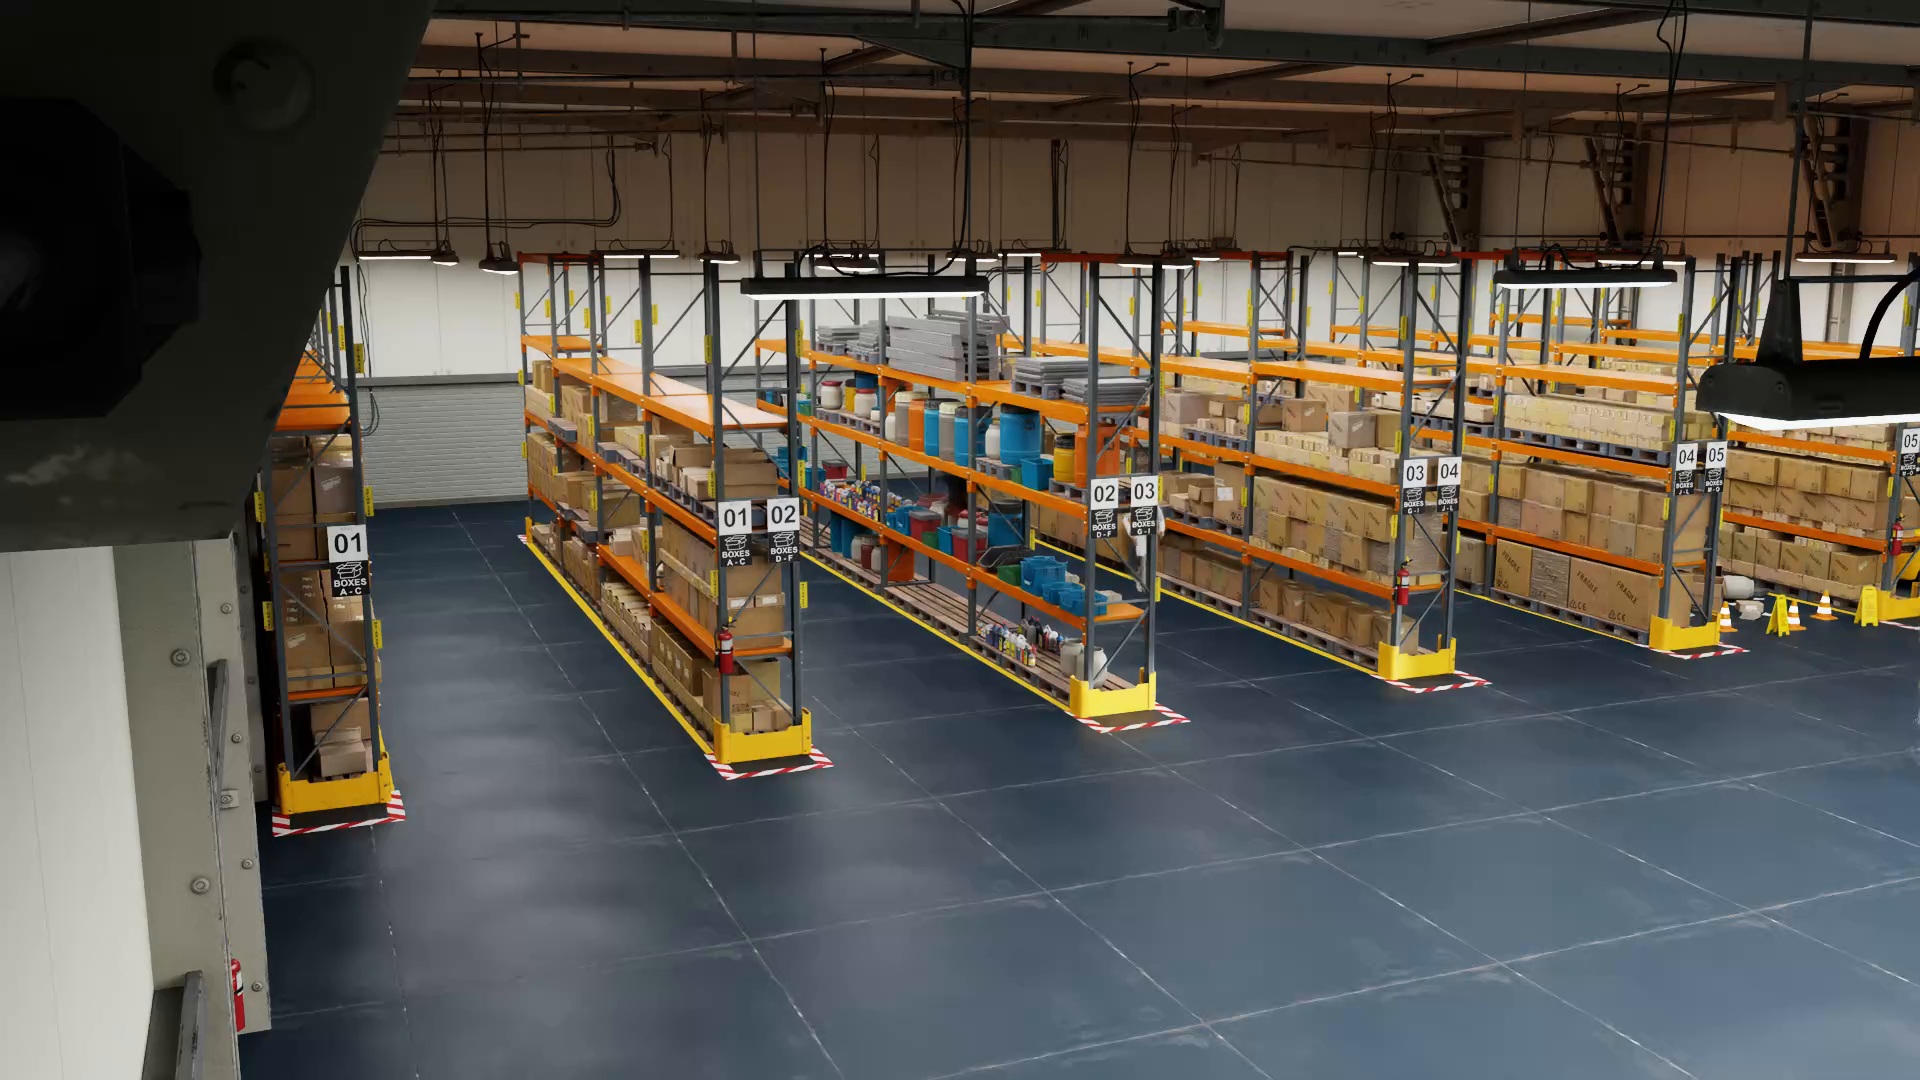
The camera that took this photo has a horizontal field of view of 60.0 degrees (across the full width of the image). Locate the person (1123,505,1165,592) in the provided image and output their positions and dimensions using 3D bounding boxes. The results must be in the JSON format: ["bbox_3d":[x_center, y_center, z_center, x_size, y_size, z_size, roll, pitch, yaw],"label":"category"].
[{"bbox_3d":[3.162,0.048,28.320,0.722,1.801,0.882,-4,11,-22],"label":"person"}]
